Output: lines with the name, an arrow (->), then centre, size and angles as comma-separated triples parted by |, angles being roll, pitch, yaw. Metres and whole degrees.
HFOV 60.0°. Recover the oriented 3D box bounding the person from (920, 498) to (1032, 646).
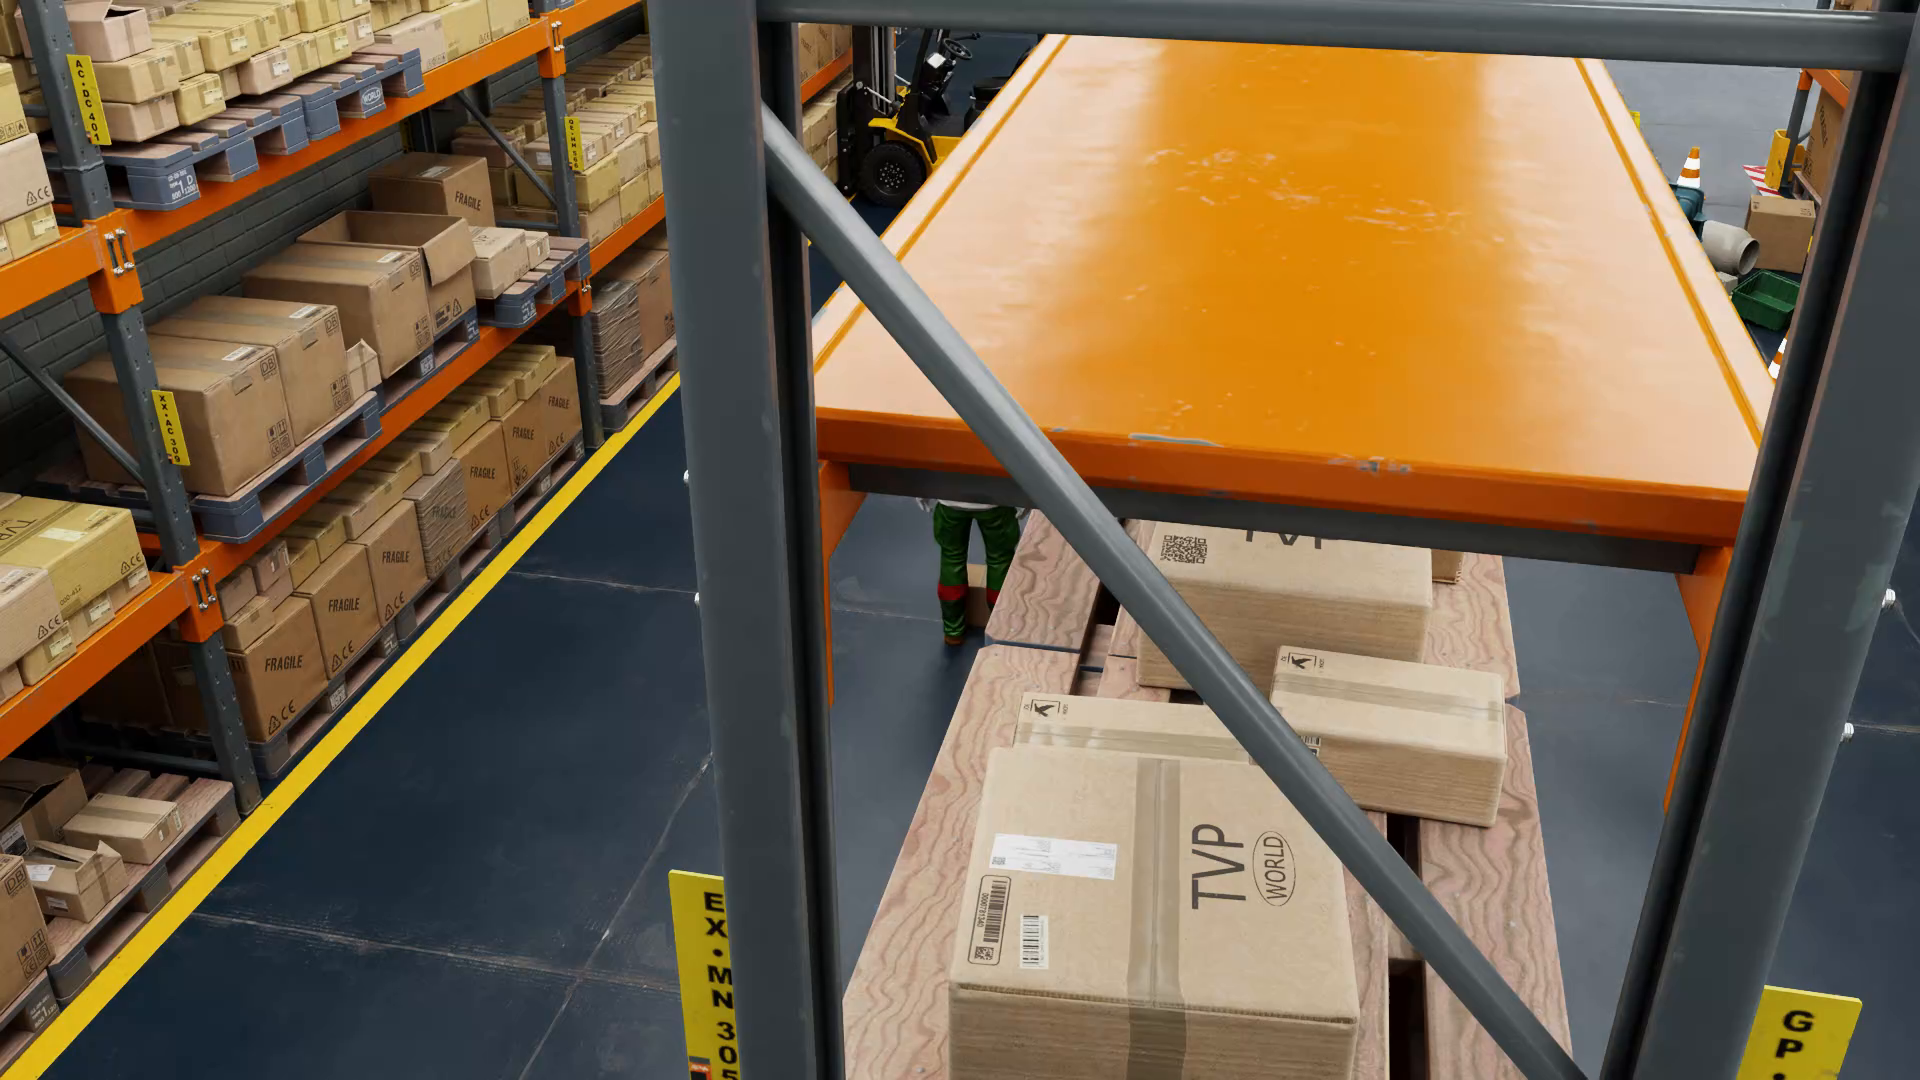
person -> 0.082, -0.264, 8.594 | 0.611, 1.779, 0.455 | 6, 29, 11
